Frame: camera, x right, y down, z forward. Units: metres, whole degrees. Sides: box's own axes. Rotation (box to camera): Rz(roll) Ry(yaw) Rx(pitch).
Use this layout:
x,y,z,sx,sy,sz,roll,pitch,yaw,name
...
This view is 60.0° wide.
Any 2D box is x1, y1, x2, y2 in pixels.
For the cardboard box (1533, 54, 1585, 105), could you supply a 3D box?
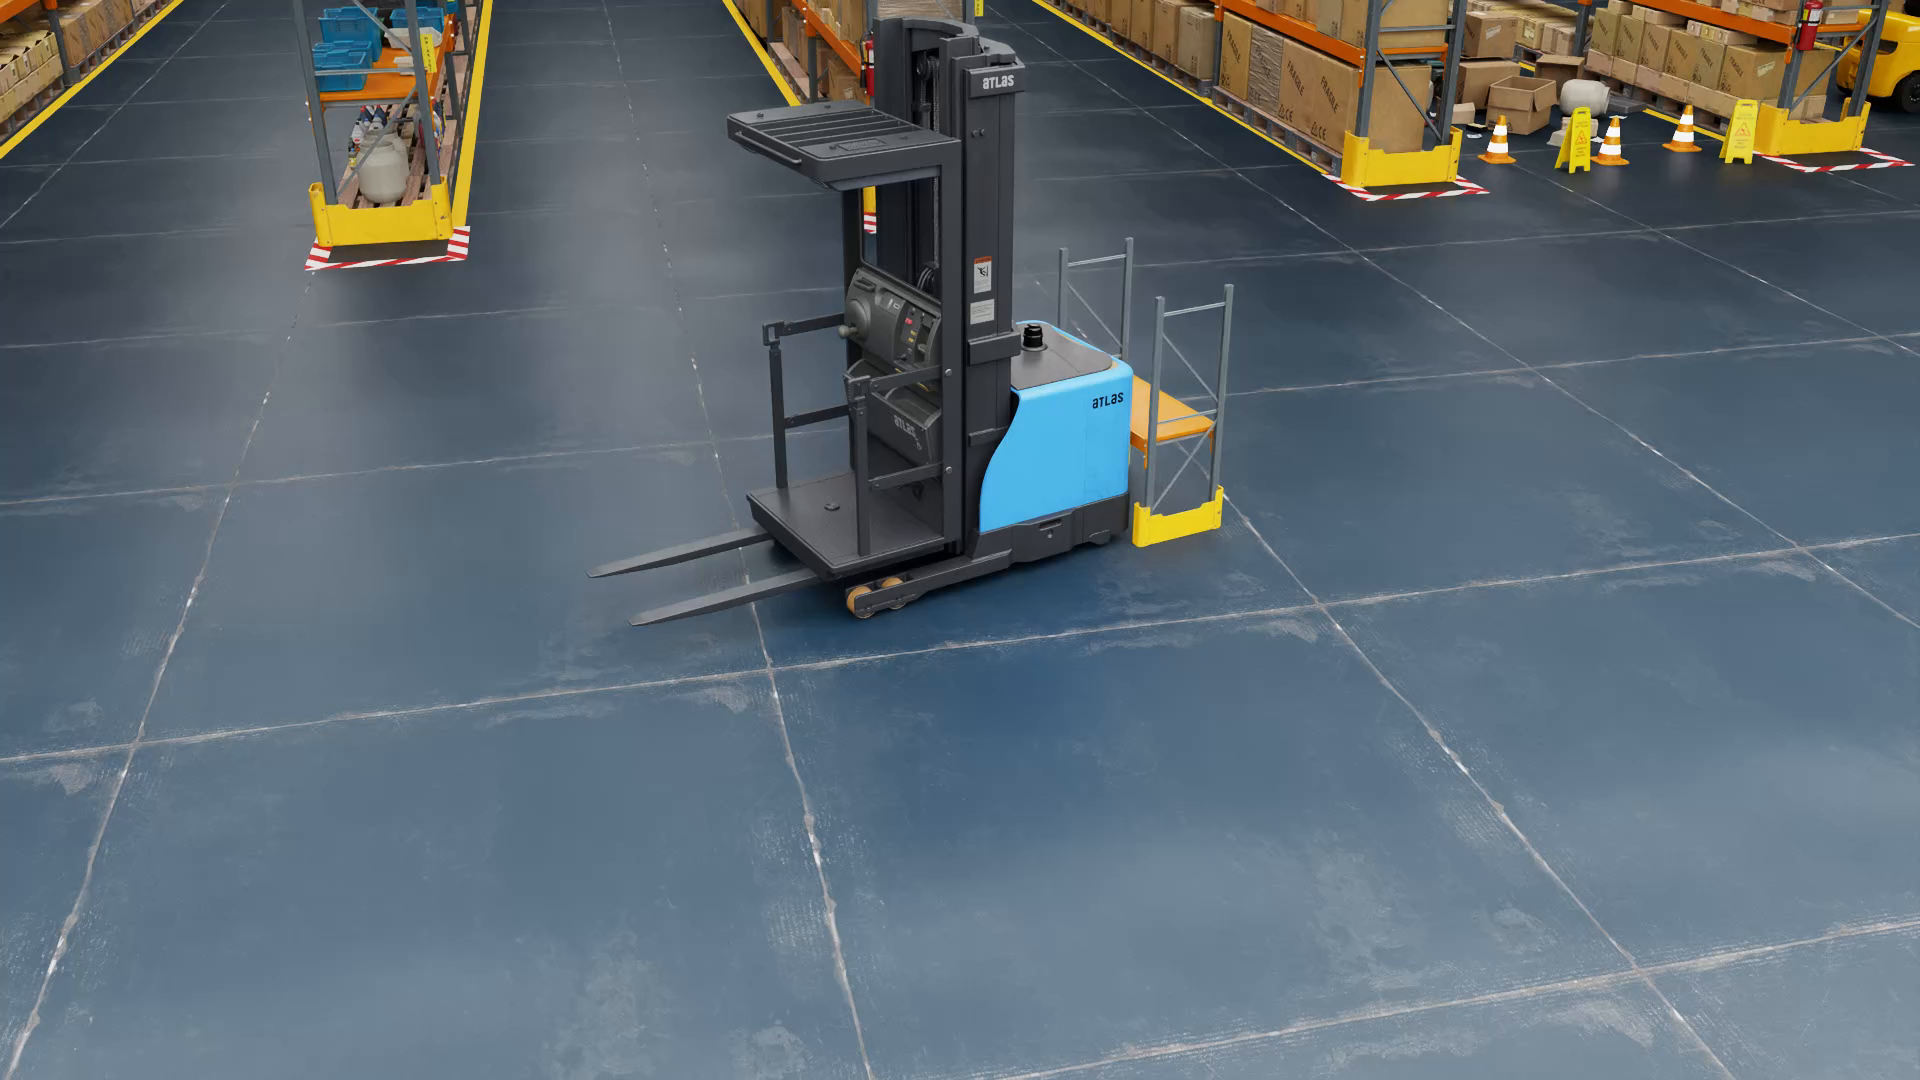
x,y,z,sx,sy,sz,roll,pitch,yaw,name
7.306,-5.623,20.334,0.500,0.500,0.500,13,30,24,cardboard box

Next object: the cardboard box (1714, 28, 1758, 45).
x,y,z,sx,sy,sz,roll,pitch,yaw,name
8.709,-5.655,18.658,0.380,0.149,0.250,-5,27,-10,cardboard box

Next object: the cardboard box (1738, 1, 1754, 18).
x,y,z,sx,sy,sz,roll,pitch,yaw,name
8.797,-5.836,18.262,0.380,0.149,0.250,-6,27,-12,cardboard box

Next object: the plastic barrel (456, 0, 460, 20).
x,y,z,sx,sy,sz,roll,pitch,yaw,name
-7.628,-8.049,24.230,0.600,0.901,0.708,-6,27,-12,plastic barrel

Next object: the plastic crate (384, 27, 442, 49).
x,y,z,sx,sy,sz,roll,pitch,yaw,name
-5.478,-5.033,16.685,0.530,0.136,0.437,-6,27,-12,plastic crate

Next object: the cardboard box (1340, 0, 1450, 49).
x,y,z,sx,sy,sz,roll,pitch,yaw,name
4.364,-5.269,16.694,0.875,0.550,0.550,-6,27,-12,cardboard box

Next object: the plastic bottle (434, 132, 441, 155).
x,y,z,sx,sy,sz,roll,pitch,yaw,name
-5.394,-4.082,17.048,0.097,0.271,0.097,0,27,0,plastic bottle

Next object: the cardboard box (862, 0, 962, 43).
x,y,z,sx,sy,sz,roll,pitch,yaw,name
-0.460,-5.006,15.898,0.875,0.500,0.500,-6,27,-12,cardboard box

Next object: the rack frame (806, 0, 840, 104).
x,y,z,sx,sy,sz,roll,pitch,yaw,name
-1.265,-6.340,18.983,1.000,3.000,0.127,-6,27,-12,rack frame

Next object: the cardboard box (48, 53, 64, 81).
x,y,z,sx,sy,sz,roll,pitch,yaw,name
-11.462,-5.846,20.589,0.500,0.250,0.500,-5,27,-10,cardboard box

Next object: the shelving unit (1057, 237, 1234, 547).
x,y,z,sx,sy,sz,roll,pitch,yaw,name
1.048,-0.902,9.872,0.587,1.500,1.083,-13,30,-24,shelving unit

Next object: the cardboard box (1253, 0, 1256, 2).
x,y,z,sx,sy,sz,roll,pitch,yaw,name
3.831,-6.467,19.067,0.875,0.550,0.550,-6,27,-12,cardboard box

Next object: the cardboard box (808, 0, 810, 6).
x,y,z,sx,sy,sz,roll,pitch,yaw,name
-1.509,-6.103,18.792,0.380,0.149,0.250,-6,27,-12,cardboard box

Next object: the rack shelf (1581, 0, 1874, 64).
x,y,z,sx,sy,sz,roll,pitch,yaw,name
8.841,-6.148,19.399,1.077,0.370,4.000,-6,27,-12,rack shelf

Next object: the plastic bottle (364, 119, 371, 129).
x,y,z,sx,sy,sz,roll,pitch,yaw,name
-6.201,-4.276,17.432,0.097,0.271,0.097,0,27,0,plastic bottle

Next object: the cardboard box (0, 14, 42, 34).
x,y,z,sx,sy,sz,roll,pitch,yaw,name
-12.258,-6.559,21.703,0.500,0.500,0.500,-5,27,-10,cardboard box

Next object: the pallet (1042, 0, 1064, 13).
x,y,z,sx,sy,sz,roll,pitch,yaw,name
1.964,-8.725,26.802,1.003,0.211,1.213,-6,27,-12,pallet

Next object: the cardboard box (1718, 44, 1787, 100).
x,y,z,sx,sy,sz,roll,pitch,yaw,name
8.857,-5.211,18.498,0.500,0.500,0.500,-6,27,-11,cardboard box

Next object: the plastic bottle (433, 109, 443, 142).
x,y,z,sx,sy,sz,roll,pitch,yaw,name
-5.548,-4.372,17.534,0.144,0.351,0.185,-6,27,-12,plastic bottle

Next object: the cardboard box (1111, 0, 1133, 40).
x,y,z,sx,sy,sz,roll,pitch,yaw,name
2.739,-7.462,23.236,1.050,0.750,0.750,-6,27,-12,cardboard box

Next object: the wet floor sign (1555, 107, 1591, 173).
x,y,z,sx,sy,sz,roll,pitch,yaw,name
6.427,-4.181,17.318,0.267,0.644,0.232,-11,29,-20,wet floor sign

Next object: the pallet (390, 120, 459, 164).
x,y,z,sx,sy,sz,roll,pitch,yaw,name
-5.980,-4.294,18.022,1.003,0.211,1.213,-6,27,-12,pallet

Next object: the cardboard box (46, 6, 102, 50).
x,y,z,sx,sy,sz,roll,pitch,yaw,name
-11.874,-6.851,22.281,0.500,0.500,0.500,-6,27,-12,cardboard box

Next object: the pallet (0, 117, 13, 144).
x,y,z,sx,sy,sz,roll,pitch,yaw,name
-11.121,-4.411,18.254,1.003,0.211,1.213,-6,27,-12,pallet

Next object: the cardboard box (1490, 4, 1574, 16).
x,y,z,sx,sy,sz,roll,pitch,yaw,name
7.946,-7.211,23.159,0.950,0.372,0.625,-5,27,-10,cardboard box

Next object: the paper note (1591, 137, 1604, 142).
x,y,z,sx,sy,sz,roll,pitch,yaw,name
7.139,-4.478,18.588,0.148,0.019,0.142,-16,31,-29,paper note

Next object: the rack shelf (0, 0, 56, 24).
x,y,z,sx,sy,sz,roll,pitch,yaw,name
-11.368,-5.893,18.895,1.077,0.370,4.000,-6,27,-12,rack shelf

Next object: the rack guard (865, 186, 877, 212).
x,y,z,sx,sy,sz,roll,pitch,yaw,name
-0.380,-3.502,16.133,1.175,0.500,0.348,-6,27,-12,rack guard

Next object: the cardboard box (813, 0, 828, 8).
x,y,z,sx,sy,sz,roll,pitch,yaw,name
-1.145,-6.091,18.048,0.875,0.500,0.500,-6,27,-12,cardboard box

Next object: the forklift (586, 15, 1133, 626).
x,y,z,sx,sy,sz,roll,pitch,yaw,name
-0.539,-1.161,8.797,3.031,2.935,1.130,-15,31,-28,forklift

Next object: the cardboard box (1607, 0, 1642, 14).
x,y,z,sx,sy,sz,roll,pitch,yaw,name
8.230,-6.584,20.498,0.380,0.149,0.250,-6,27,-11,cardboard box

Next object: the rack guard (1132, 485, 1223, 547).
x,y,z,sx,sy,sz,roll,pitch,yaw,name
1.280,-0.145,9.759,0.587,0.250,0.087,-13,30,-24,rack guard

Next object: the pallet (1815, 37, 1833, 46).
x,y,z,sx,sy,sz,roll,pitch,yaw,name
12.743,-7.464,24.303,1.003,0.211,1.213,-6,27,-12,pallet

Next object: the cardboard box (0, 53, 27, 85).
x,y,z,sx,sy,sz,roll,pitch,yaw,name
-11.115,-5.428,19.138,0.500,0.311,0.500,-5,27,-10,cardboard box

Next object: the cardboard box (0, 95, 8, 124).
x,y,z,sx,sy,sz,roll,pitch,yaw,name
-10.880,-4.723,18.364,0.500,0.250,0.500,-5,27,-10,cardboard box

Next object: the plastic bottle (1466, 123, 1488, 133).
x,y,z,sx,sy,sz,roll,pitch,yaw,name
5.892,-4.726,19.046,0.133,0.061,0.283,-16,31,-29,plastic bottle

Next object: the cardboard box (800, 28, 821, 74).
x,y,z,sx,sy,sz,roll,pitch,yaw,name
-1.598,-6.150,20.891,0.700,0.500,0.500,-8,28,-16,cardboard box

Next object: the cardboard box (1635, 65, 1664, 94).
x,y,z,sx,sy,sz,roll,pitch,yaw,name
8.514,-5.554,20.011,0.500,0.250,0.500,-6,27,-12,cardboard box

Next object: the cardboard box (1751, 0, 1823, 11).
x,y,z,sx,sy,sz,roll,pitch,yaw,name
8.901,-5.978,17.825,0.500,0.500,0.500,-6,27,-13,cardboard box

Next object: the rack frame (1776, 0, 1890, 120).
x,y,z,sx,sy,sz,roll,pitch,yaw,name
9.292,-5.591,17.498,1.000,3.000,0.127,-6,27,-12,rack frame

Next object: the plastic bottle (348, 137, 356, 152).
x,y,z,sx,sy,sz,roll,pitch,yaw,name
-6.074,-3.876,16.627,0.061,0.283,0.133,-5,27,-10,plastic bottle

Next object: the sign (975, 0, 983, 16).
x,y,z,sx,sy,sz,roll,pitch,yaw,name
0.165,-5.026,15.418,0.100,0.325,0.005,-6,27,-12,sign

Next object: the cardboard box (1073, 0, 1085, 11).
x,y,z,sx,sy,sz,roll,pitch,yaw,name
2.038,-8.348,25.269,0.500,0.500,0.500,-7,28,-14,cardboard box

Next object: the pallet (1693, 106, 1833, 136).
x,y,z,sx,sy,sz,roll,pitch,yaw,name
9.126,-4.739,18.906,1.003,0.211,1.213,-6,27,-12,pallet

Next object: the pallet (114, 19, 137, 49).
x,y,z,sx,sy,sz,roll,pitch,yaw,name
-12.500,-7.250,23.880,1.003,0.211,1.213,-6,27,-12,pallet

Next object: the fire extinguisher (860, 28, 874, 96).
x,y,z,sx,sy,sz,roll,pitch,yaw,name
-0.786,-4.453,15.329,0.296,0.674,0.183,-6,27,-12,fire extinguisher

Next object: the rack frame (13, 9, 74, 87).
x,y,z,sx,sy,sz,roll,pitch,yaw,name
-11.818,-7.092,20.472,1.000,3.000,0.127,-6,27,-12,rack frame

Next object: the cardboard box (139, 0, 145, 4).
x,y,z,sx,sy,sz,roll,pitch,yaw,name
-12.808,-8.365,25.649,0.380,0.166,0.250,-6,27,-12,cardboard box

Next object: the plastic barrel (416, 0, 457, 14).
x,y,z,sx,sy,sz,roll,pitch,yaw,name
-5.882,-6.262,18.270,0.600,0.901,0.708,-6,27,-12,plastic barrel

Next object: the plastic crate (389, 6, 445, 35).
x,y,z,sx,sy,sz,roll,pitch,yaw,name
-5.576,-5.313,17.112,0.499,0.251,0.616,-6,27,-12,plastic crate

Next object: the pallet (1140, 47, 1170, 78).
x,y,z,sx,sy,sz,roll,pitch,yaw,name
3.065,-6.423,22.240,1.003,0.211,1.213,-6,27,-12,pallet

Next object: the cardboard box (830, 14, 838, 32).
x,y,z,sx,sy,sz,roll,pitch,yaw,name
-1.158,-5.446,17.490,0.380,0.149,0.250,-6,27,-12,cardboard box

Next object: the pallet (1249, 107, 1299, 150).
x,y,z,sx,sy,sz,roll,pitch,yaw,name
3.964,-4.676,18.781,1.003,0.211,1.213,-6,27,-12,pallet

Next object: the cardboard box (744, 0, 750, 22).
x,y,z,sx,sy,sz,roll,pitch,yaw,name
-2.495,-8.033,24.227,1.225,0.875,0.875,-6,27,-11,cardboard box

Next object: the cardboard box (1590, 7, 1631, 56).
x,y,z,sx,sy,sz,roll,pitch,yaw,name
8.260,-6.355,20.765,0.500,0.500,0.500,-5,27,-9,cardboard box
